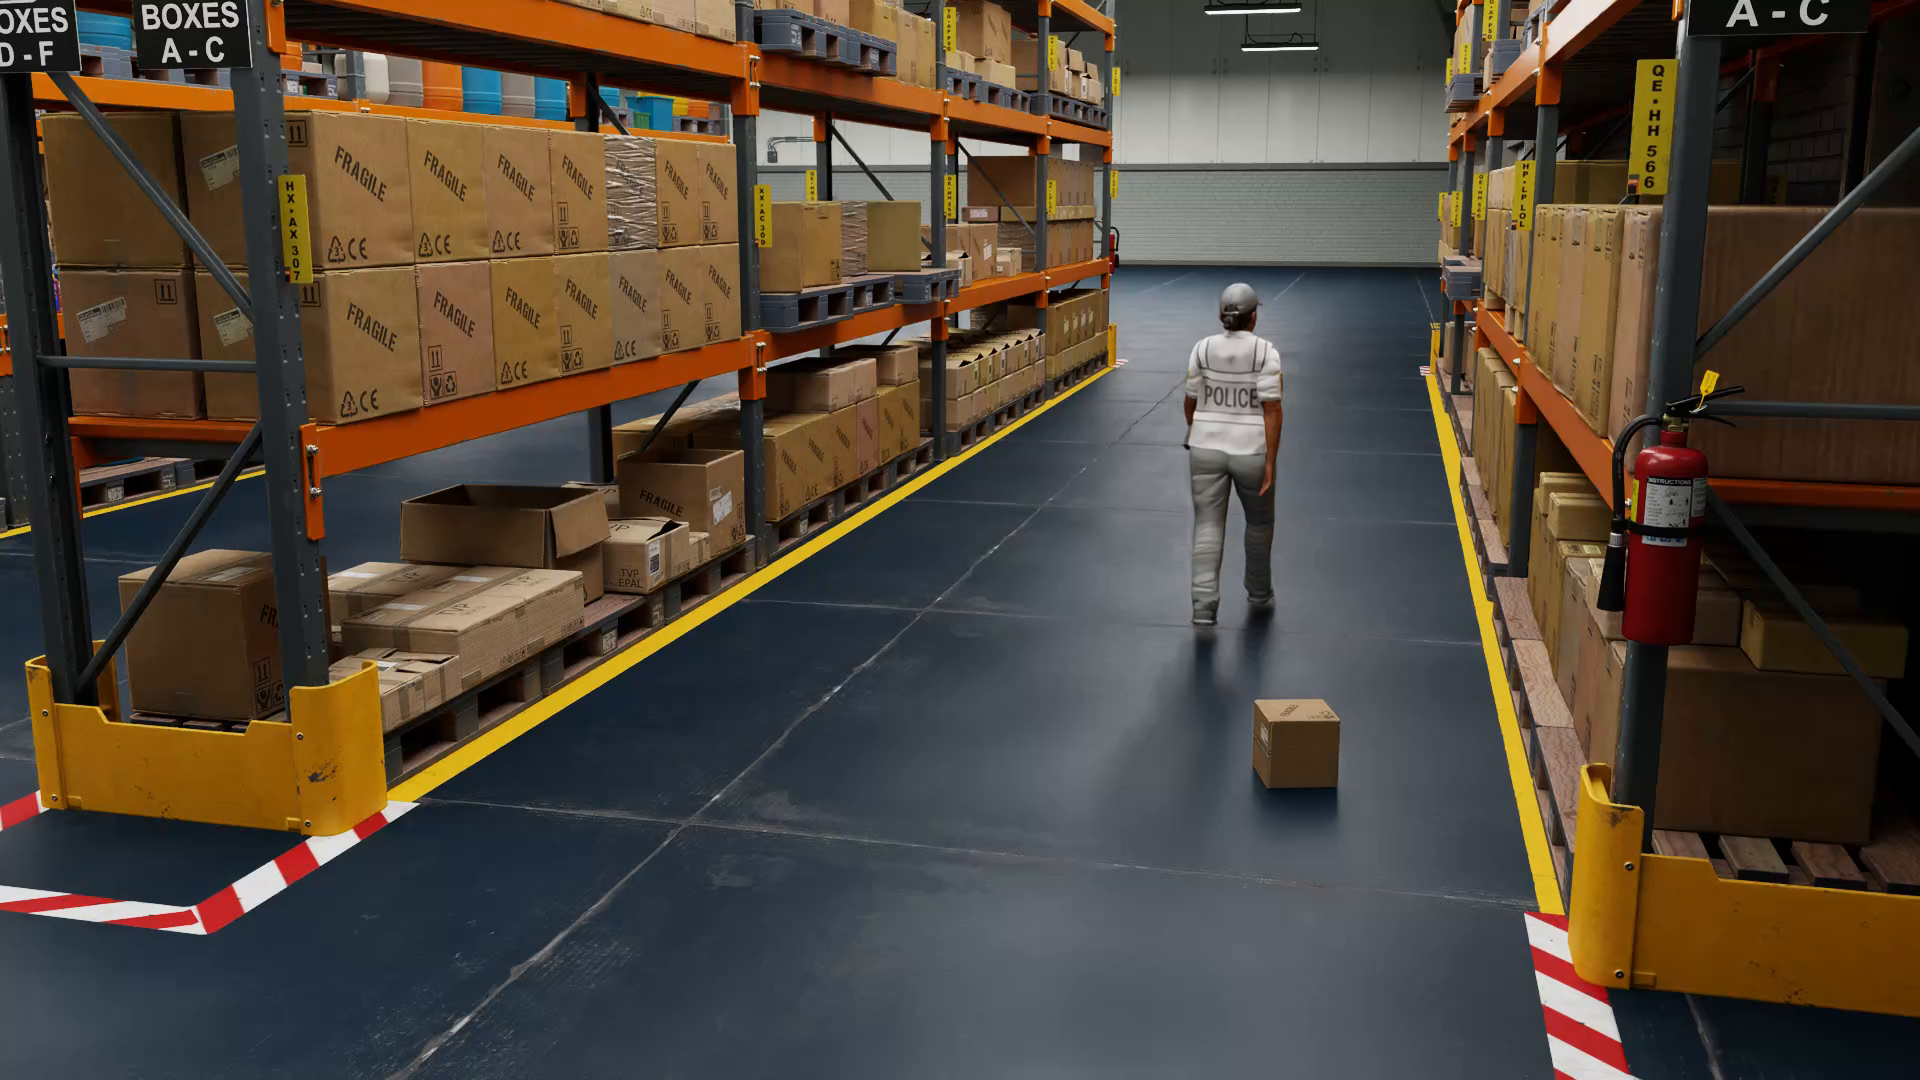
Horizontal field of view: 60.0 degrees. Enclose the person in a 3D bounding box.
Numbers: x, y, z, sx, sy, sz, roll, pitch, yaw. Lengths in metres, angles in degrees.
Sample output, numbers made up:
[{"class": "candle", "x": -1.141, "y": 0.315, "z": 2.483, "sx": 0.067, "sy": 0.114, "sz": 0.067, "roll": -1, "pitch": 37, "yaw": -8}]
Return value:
[{"class": "person", "x": 1.313, "y": -0.431, "z": 7.992, "sx": 0.487, "sy": 1.599, "sz": 1.021, "roll": 3, "pitch": 12, "yaw": 16}]
